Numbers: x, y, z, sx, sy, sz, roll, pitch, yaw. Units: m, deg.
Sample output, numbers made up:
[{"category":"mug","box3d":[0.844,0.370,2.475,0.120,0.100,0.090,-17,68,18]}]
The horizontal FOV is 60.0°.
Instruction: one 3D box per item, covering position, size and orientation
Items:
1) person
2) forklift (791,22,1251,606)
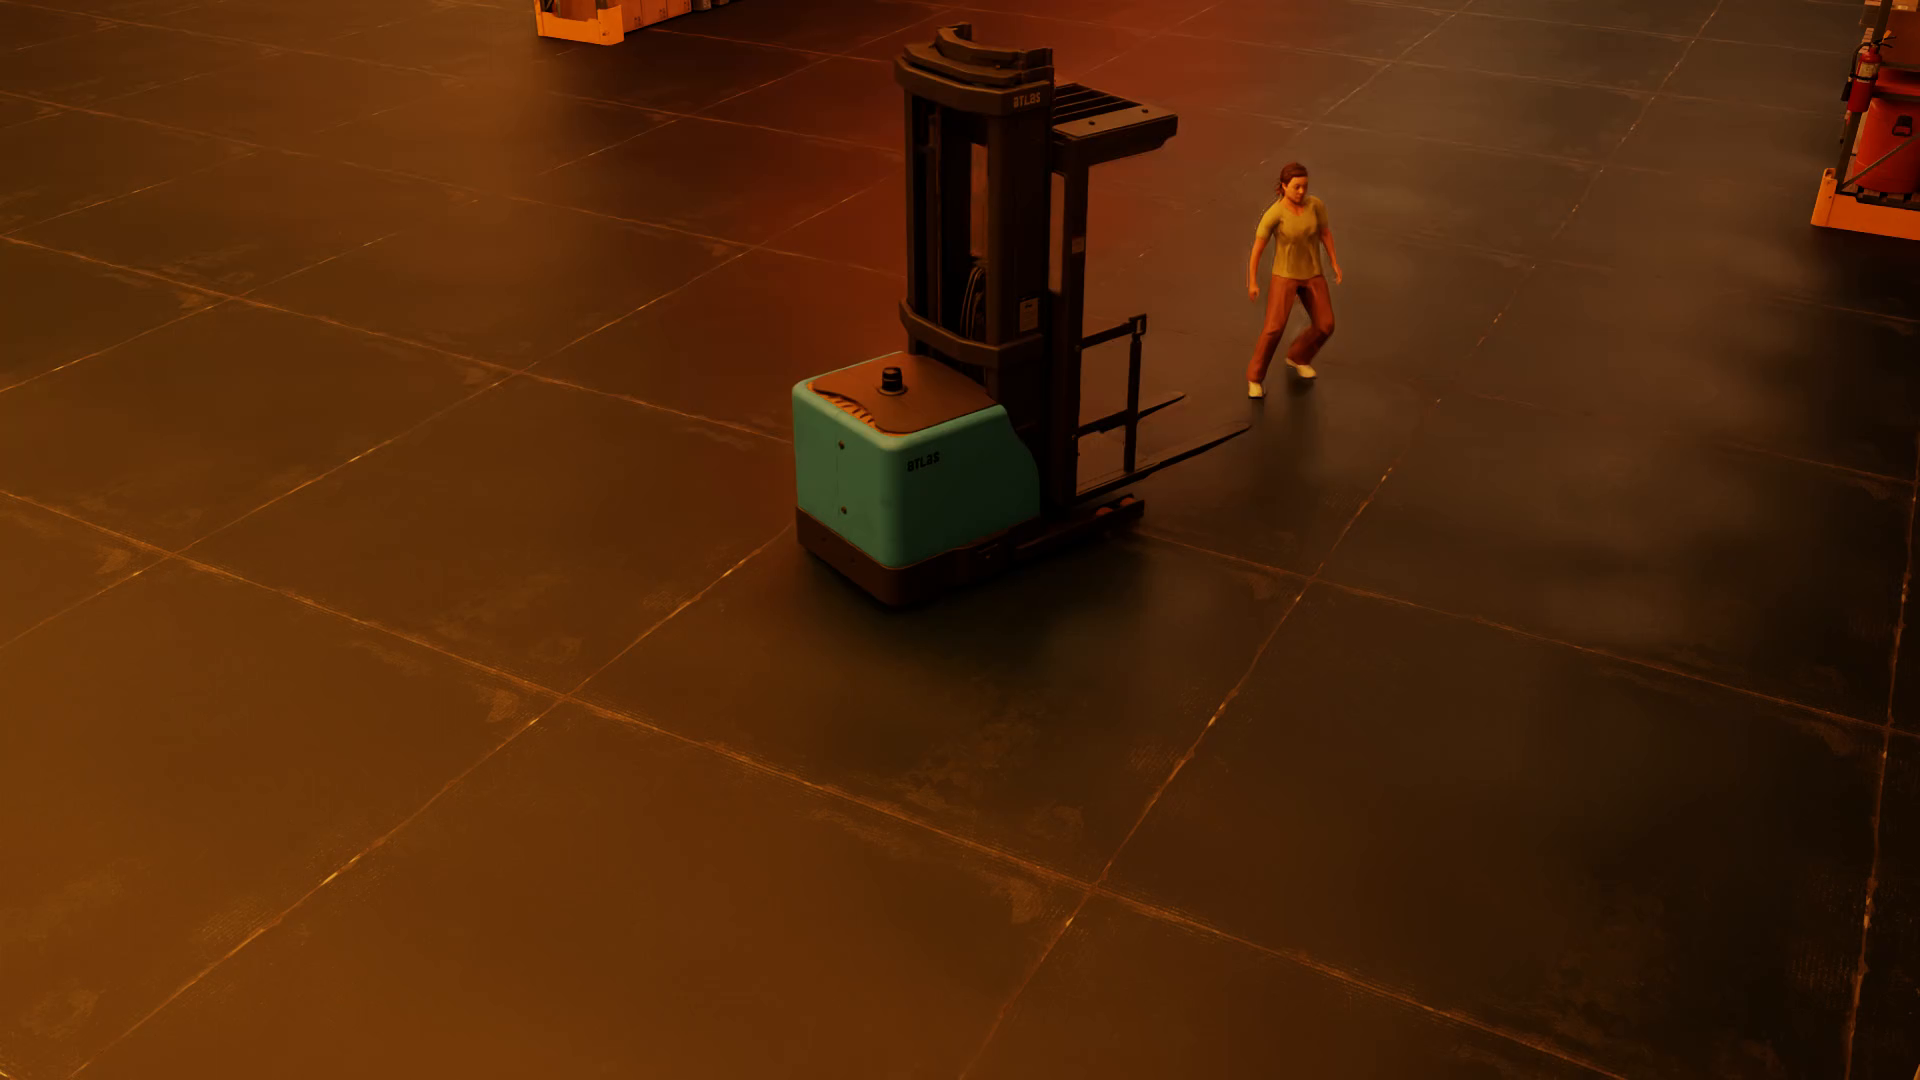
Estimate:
[{"category":"person","box3d":[2.311,-1.822,11.564,0.701,1.593,0.524,-6,31,-11]},{"category":"forklift","box3d":[0.504,-1.489,9.651,3.031,2.935,1.130,-21,36,-32]}]
